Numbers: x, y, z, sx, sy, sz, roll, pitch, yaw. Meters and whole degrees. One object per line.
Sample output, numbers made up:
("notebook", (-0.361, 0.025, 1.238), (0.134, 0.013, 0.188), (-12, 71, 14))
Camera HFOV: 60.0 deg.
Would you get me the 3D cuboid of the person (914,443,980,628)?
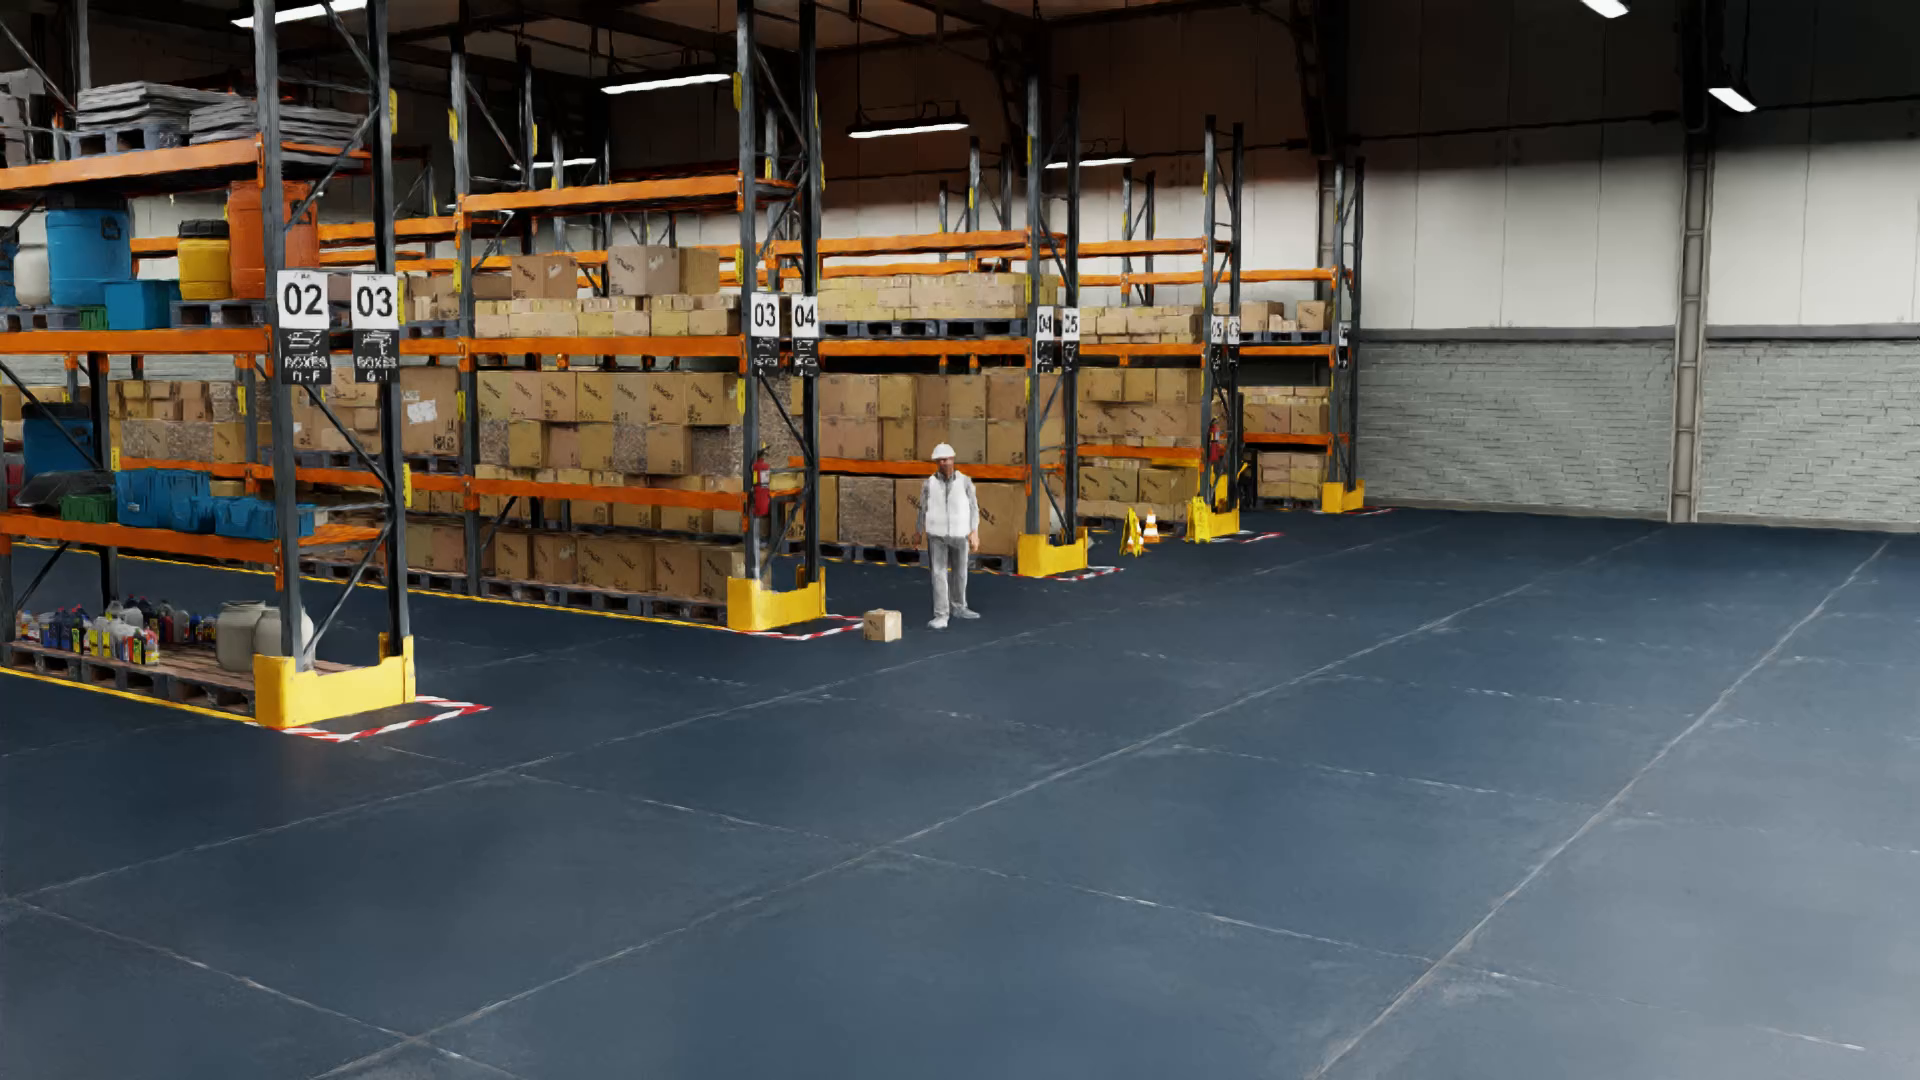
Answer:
("person", (-0.123, -0.058, 16.178), (0.650, 1.768, 0.629), (0, 6, -2))
